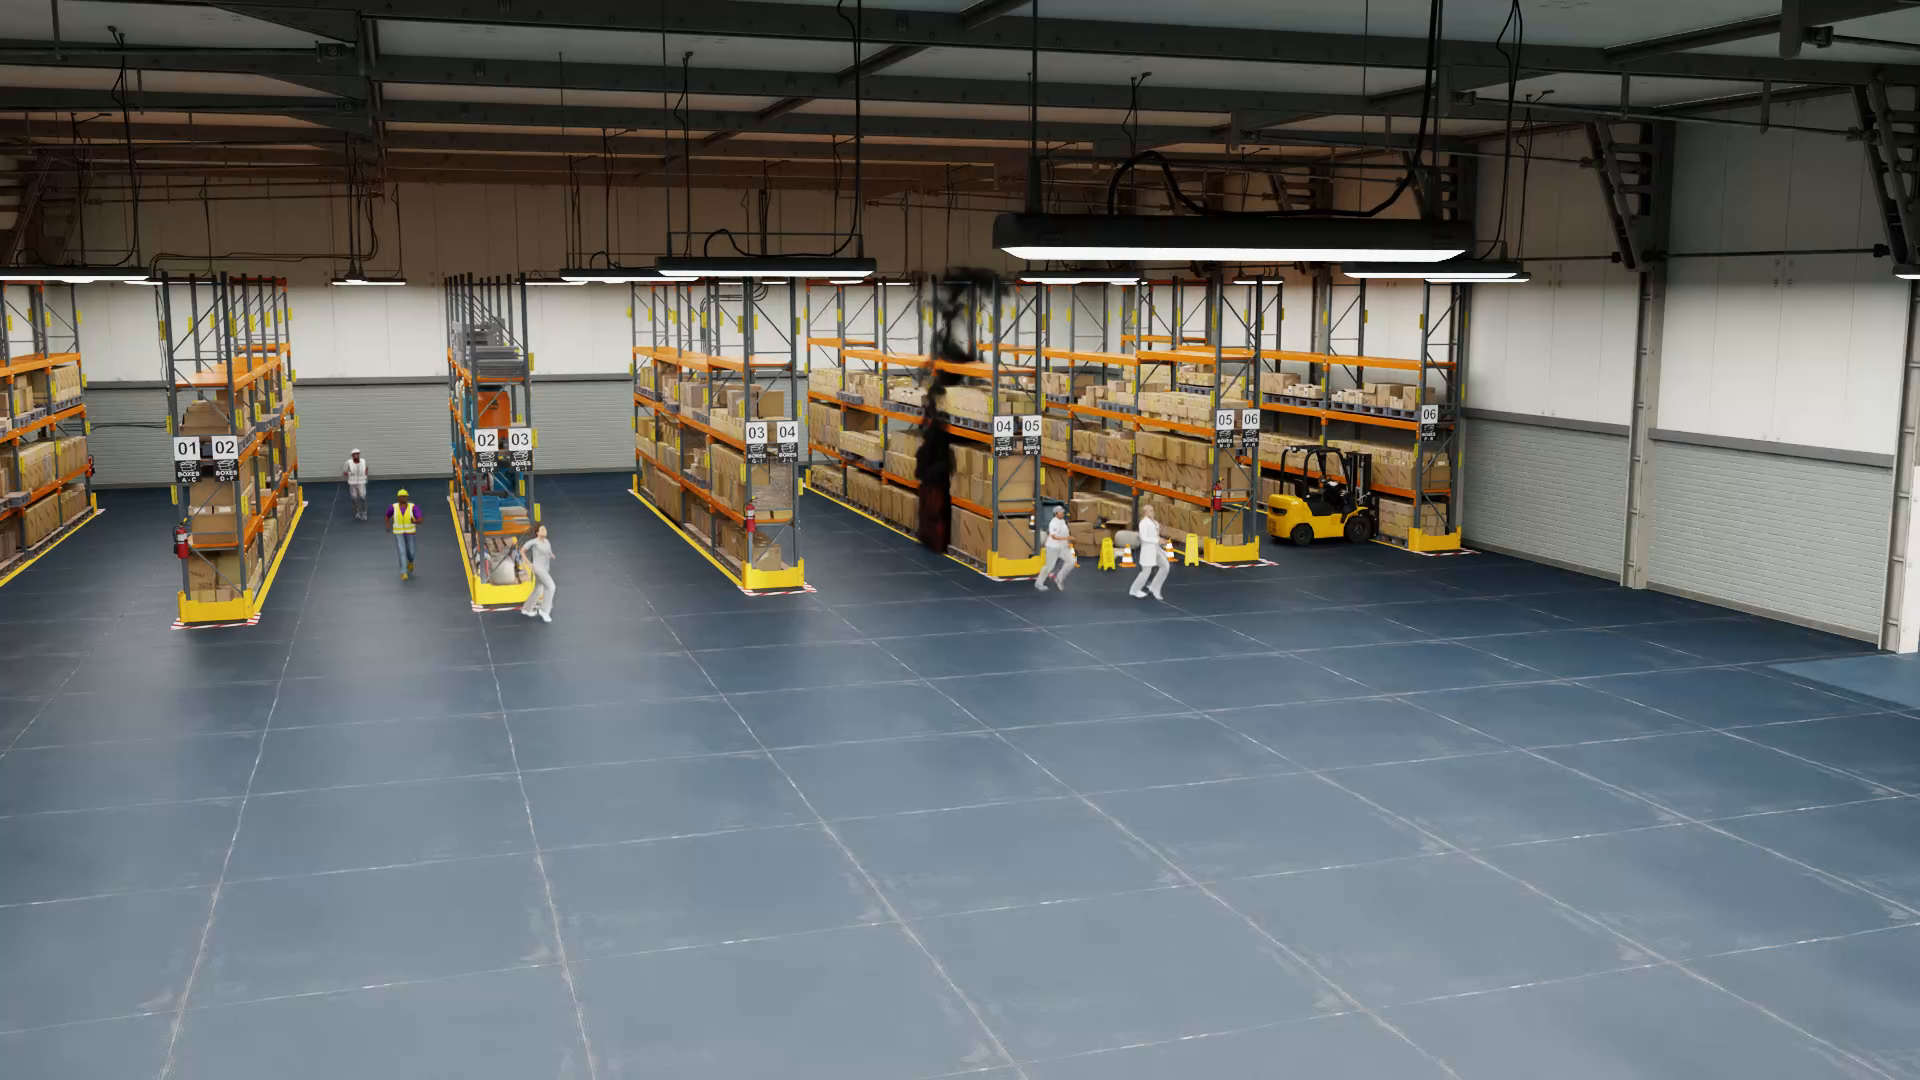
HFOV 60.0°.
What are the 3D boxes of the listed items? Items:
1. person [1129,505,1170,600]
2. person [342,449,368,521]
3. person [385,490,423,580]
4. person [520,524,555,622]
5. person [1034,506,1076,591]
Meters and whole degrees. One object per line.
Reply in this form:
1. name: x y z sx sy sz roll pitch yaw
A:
1. person: 3.530 0.235 30.832 0.789 1.796 0.718 6 10 33
2. person: -14.974 -1.361 41.287 0.646 1.817 0.722 -4 10 -27
3. person: -11.039 -0.134 33.057 0.710 1.747 0.968 -3 9 -20
4. person: -7.313 0.559 28.919 0.686 1.703 0.553 2 9 15
5. person: 1.850 0.157 31.557 0.828 1.646 0.618 6 10 33
